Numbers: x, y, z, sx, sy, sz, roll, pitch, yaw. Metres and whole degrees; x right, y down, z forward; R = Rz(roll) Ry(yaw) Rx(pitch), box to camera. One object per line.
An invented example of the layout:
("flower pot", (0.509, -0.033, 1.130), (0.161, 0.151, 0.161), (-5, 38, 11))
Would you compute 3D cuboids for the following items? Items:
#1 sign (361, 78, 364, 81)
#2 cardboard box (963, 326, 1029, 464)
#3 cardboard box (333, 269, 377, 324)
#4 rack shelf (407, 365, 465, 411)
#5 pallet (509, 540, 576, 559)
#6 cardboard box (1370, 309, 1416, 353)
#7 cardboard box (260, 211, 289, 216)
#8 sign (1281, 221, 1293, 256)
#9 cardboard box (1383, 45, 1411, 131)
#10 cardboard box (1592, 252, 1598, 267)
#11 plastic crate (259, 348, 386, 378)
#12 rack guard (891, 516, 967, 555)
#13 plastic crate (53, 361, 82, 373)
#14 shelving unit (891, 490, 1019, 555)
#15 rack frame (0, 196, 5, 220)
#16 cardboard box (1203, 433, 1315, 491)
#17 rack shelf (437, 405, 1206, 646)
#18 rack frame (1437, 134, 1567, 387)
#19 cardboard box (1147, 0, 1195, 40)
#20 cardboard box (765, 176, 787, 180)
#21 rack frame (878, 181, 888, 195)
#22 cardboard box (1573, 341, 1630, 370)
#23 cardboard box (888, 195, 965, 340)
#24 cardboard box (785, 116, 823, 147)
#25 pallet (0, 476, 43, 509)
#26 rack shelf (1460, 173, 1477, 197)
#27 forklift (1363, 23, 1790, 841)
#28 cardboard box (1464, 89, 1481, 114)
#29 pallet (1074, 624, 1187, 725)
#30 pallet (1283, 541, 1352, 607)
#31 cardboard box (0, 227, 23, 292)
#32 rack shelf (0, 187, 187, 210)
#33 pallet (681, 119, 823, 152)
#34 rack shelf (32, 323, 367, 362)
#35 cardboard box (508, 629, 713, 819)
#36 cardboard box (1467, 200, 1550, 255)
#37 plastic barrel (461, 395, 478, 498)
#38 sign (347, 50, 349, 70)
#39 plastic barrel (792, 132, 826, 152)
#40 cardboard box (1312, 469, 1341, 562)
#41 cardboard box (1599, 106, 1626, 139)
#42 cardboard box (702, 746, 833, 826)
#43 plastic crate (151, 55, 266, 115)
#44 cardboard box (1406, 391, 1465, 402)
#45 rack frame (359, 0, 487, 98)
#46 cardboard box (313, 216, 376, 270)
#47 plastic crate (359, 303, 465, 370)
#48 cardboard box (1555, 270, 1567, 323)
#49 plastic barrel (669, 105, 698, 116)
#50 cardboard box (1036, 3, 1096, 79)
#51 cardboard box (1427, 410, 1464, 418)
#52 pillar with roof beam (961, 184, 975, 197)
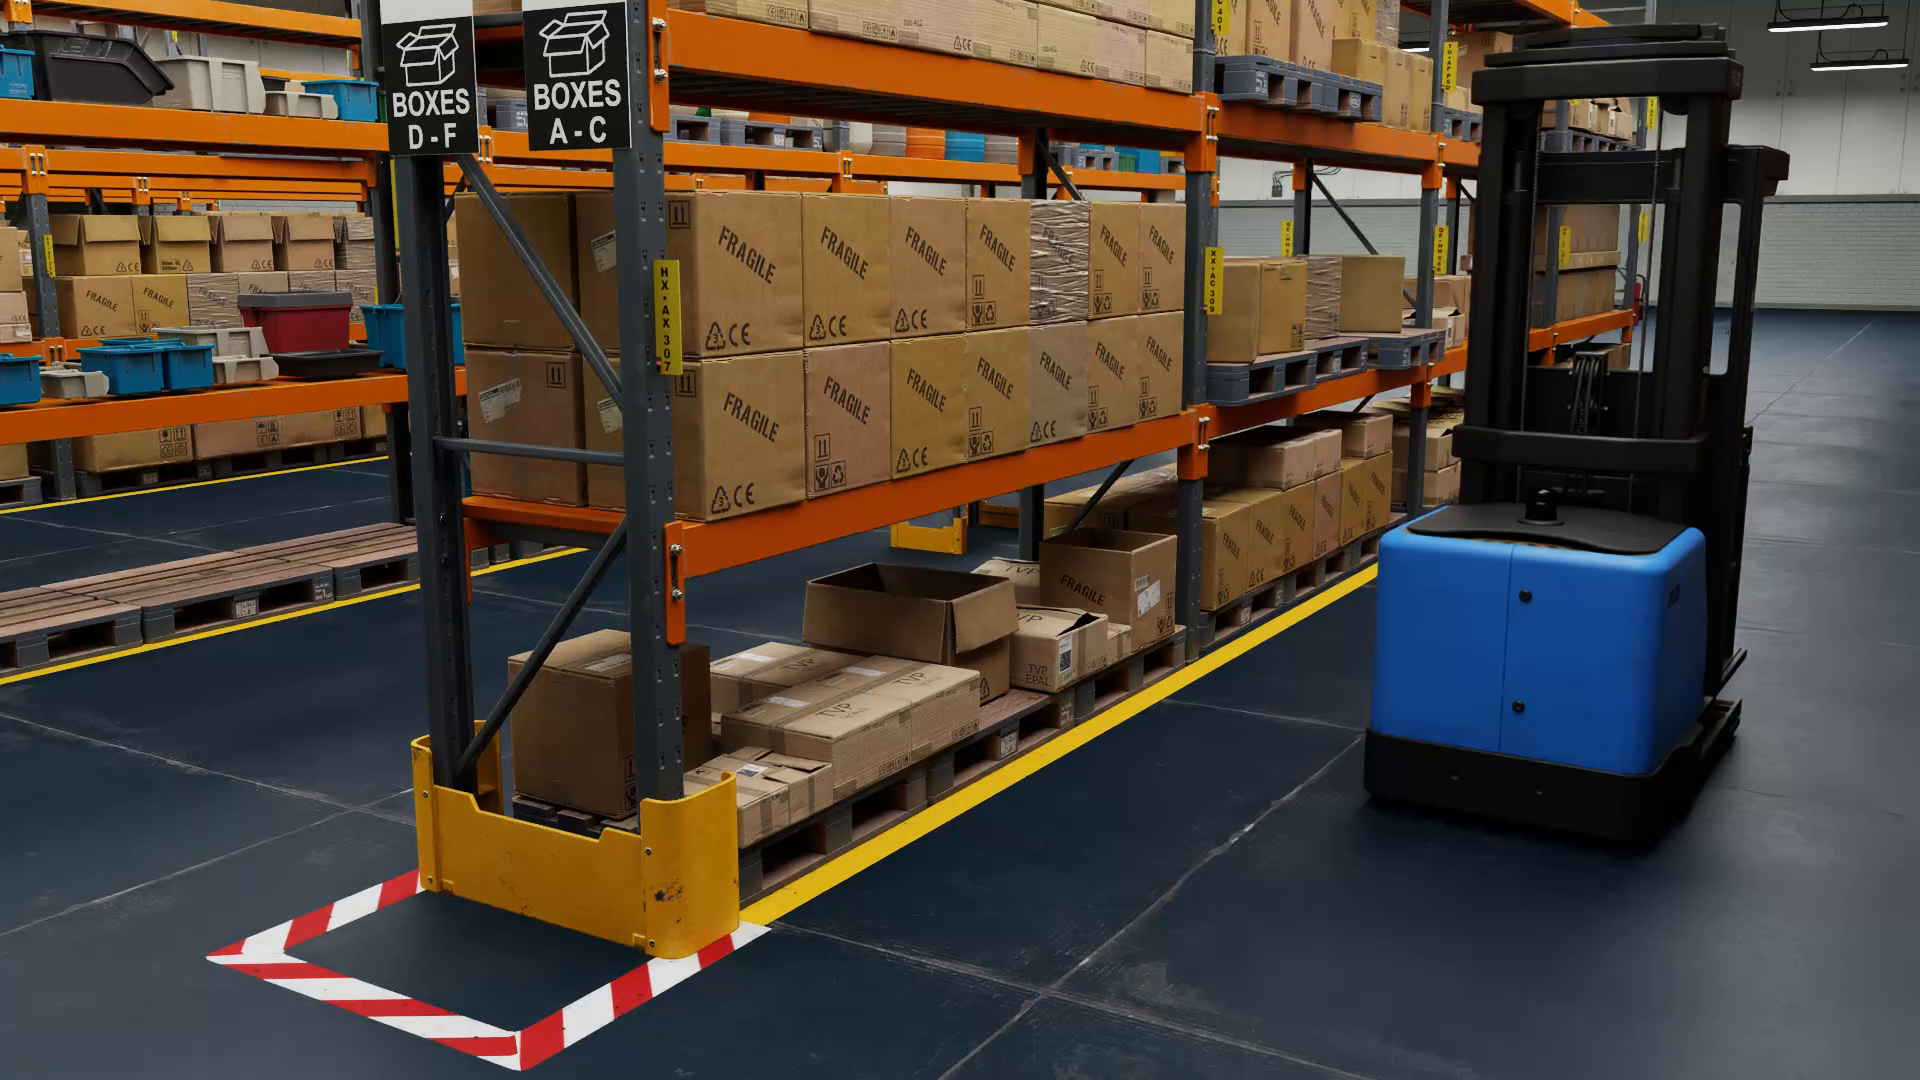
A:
("sign", (-3.930, -2.900, 11.030), (0.100, 0.325, 0.005), (6, 12, 31))
("cardboard box", (-0.063, -0.598, 6.638), (0.500, 0.500, 0.500), (7, 12, 31))
("cardboard box", (-5.925, -2.340, 15.946), (0.500, 0.500, 0.500), (6, 12, 30))
("rack shelf", (-2.422, -1.329, 12.771), (1.077, 0.370, 4.000), (6, 12, 31))
("pallet", (-3.024, -0.115, 11.908), (1.003, 0.211, 1.213), (6, 12, 31))
("cardboard box", (3.074, -1.533, 12.145), (0.500, 0.311, 0.500), (7, 13, 34))
("cardboard box", (-11.028, -4.936, 26.286), (0.700, 0.500, 0.500), (6, 12, 29))
("sign", (2.372, -2.145, 12.028), (0.100, 0.325, 0.005), (6, 12, 31))
("cardboard box", (2.385, -2.895, 10.757), (0.910, 0.500, 0.500), (6, 12, 31))
("cardboard box", (6.295, -2.867, 16.999), (0.380, 0.149, 0.250), (7, 13, 32))
("plastic crate", (-3.812, -1.061, 9.967), (0.437, 0.125, 0.590), (6, 12, 31))
("rack guard", (-0.219, -0.057, 11.491), (0.587, 0.250, 0.087), (6, 12, 31))
("plastic crate", (-4.844, -0.923, 9.201), (0.298, 0.136, 0.250), (6, 12, 31))
("shelving unit", (0.040, -0.749, 11.795), (0.587, 1.500, 1.083), (6, 12, 31))
("rack frame", (-16.254, -4.520, 27.860), (1.000, 3.000, 0.127), (6, 12, 31))
("cardboard box", (1.750, -0.460, 9.736), (0.500, 0.250, 0.500), (6, 12, 31))
("rack shelf", (-0.267, -0.226, 6.880), (1.077, 0.370, 4.000), (6, 12, 31))
("rack frame", (4.924, -2.152, 15.214), (1.000, 3.000, 0.127), (6, 12, 31))
("cardboard box", (0.751, -2.438, 7.638), (0.500, 0.250, 0.500), (6, 12, 31))
("cardboard box", (-2.550, -4.707, 21.117), (0.500, 0.250, 0.500), (6, 12, 28))
("rack frame", (-1.463, -3.728, 23.633), (1.000, 3.000, 0.127), (6, 12, 31))
("cardboard box", (6.977, -1.892, 18.117), (0.500, 0.500, 0.500), (6, 12, 31))
("cardboard box", (-0.321, -1.011, 6.131), (0.500, 0.500, 0.500), (7, 12, 31))
("cardboard box", (-2.052, -5.376, 21.843), (0.500, 0.500, 0.500), (6, 12, 31))
("pallet", (-8.155, -0.358, 13.210), (1.003, 0.211, 1.213), (6, 12, 31))
("rack shelf", (5.963, -3.588, 16.684), (1.077, 0.370, 4.000), (6, 12, 31))
("forklift", (2.775, -0.591, 7.062), (1.130, 2.935, 3.031), (7, 13, 32))
("cardboard box", (3.879, -3.465, 13.338), (0.500, 0.250, 0.500), (5, 12, 26))
("pallet", (0.414, 0.584, 8.174), (1.003, 0.211, 1.213), (6, 12, 31))
("pallet", (1.794, 0.152, 10.482), (1.003, 0.211, 1.213), (6, 12, 31))
("cardboard box", (-7.704, -2.184, 12.947), (0.500, 0.500, 0.500), (7, 13, 32))
("rack shelf", (-13.048, -4.852, 23.440), (1.077, 0.370, 4.000), (6, 12, 31))
("pallet", (-1.864, -3.268, 13.533), (1.003, 0.211, 1.213), (6, 12, 31))
("rack shelf", (-6.655, -1.802, 15.298), (1.077, 0.370, 4.000), (6, 12, 31))
("cardboard box", (-1.234, 0.638, 5.905), (0.500, 0.500, 0.500), (6, 12, 31))
("cardboard box", (5.149, -2.910, 15.462), (0.700, 0.500, 0.500), (6, 12, 31))
("plastic barrel", (-3.163, -0.627, 11.627), (0.600, 0.901, 0.708), (6, 12, 31))
("sign", (-10.397, -8.174, 28.322), (0.100, 0.325, 0.005), (6, 12, 31))
("plastic barrel", (-1.299, -3.439, 14.357), (0.294, 0.245, 0.294), (0, 11, 0))
("cardboard box", (2.027, -0.177, 10.259), (0.500, 0.500, 0.500), (6, 12, 29))
("cardboard box", (6.340, -4.194, 16.686), (0.500, 0.311, 0.500), (8, 13, 37))
("cardboard box", (-0.665, 0.839, 5.740), (0.380, 0.166, 0.250), (6, 12, 31))
("plastic crate", (-4.123, -2.474, 9.103), (0.437, 0.282, 0.530), (6, 12, 31))
("cardboard box", (4.233, -1.163, 14.739), (0.500, 0.311, 0.500), (6, 12, 30))
("rack frame", (-3.460, -4.317, 10.472), (1.000, 3.000, 0.127), (6, 12, 31))
("cardboard box", (-6.010, -2.899, 16.205), (0.797, 0.503, 0.637), (7, 13, 33))
("plastic crate", (-3.411, -1.284, 10.454), (0.392, 0.384, 0.575), (6, 12, 31))
("cardboard box", (5.418, -2.355, 16.027), (0.700, 0.500, 0.500), (6, 12, 30))
("plastic barrel", (-2.175, -3.451, 12.491), (0.433, 0.535, 0.433), (0, 11, 0))
("cardboard box", (0.225, -2.036, 6.848), (0.500, 0.250, 0.500), (6, 12, 31))
("cardboard box", (3.903, -0.872, 13.180), (0.500, 0.311, 0.500), (6, 12, 29))
("pillar with roof beam", (3.945, -12.381, 53.548), (9.100, 9.000, 0.548), (6, 12, 31))
